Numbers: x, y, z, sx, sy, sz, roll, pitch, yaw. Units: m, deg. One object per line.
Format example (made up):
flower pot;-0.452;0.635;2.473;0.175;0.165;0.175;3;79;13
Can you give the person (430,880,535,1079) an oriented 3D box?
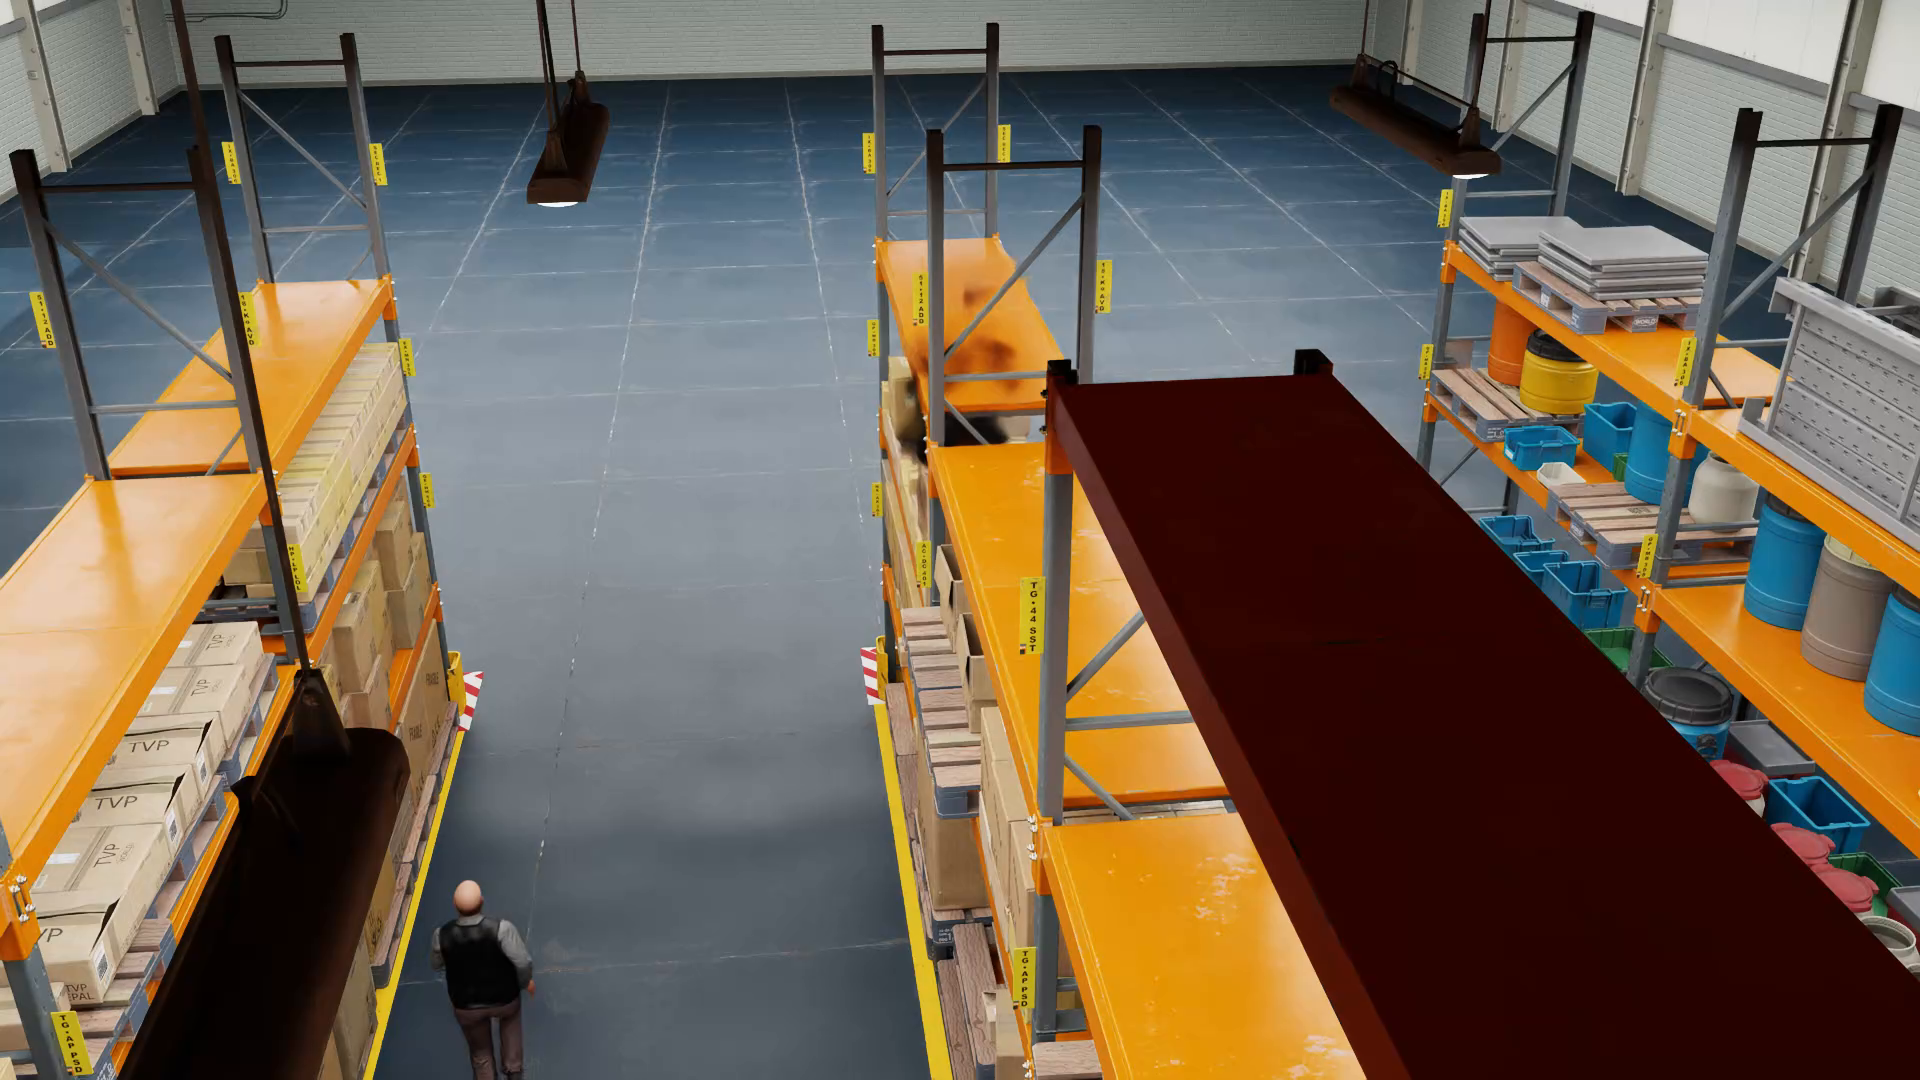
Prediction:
person;-2.993;2.853;10.536;0.630;1.675;0.733;-6;26;-12
